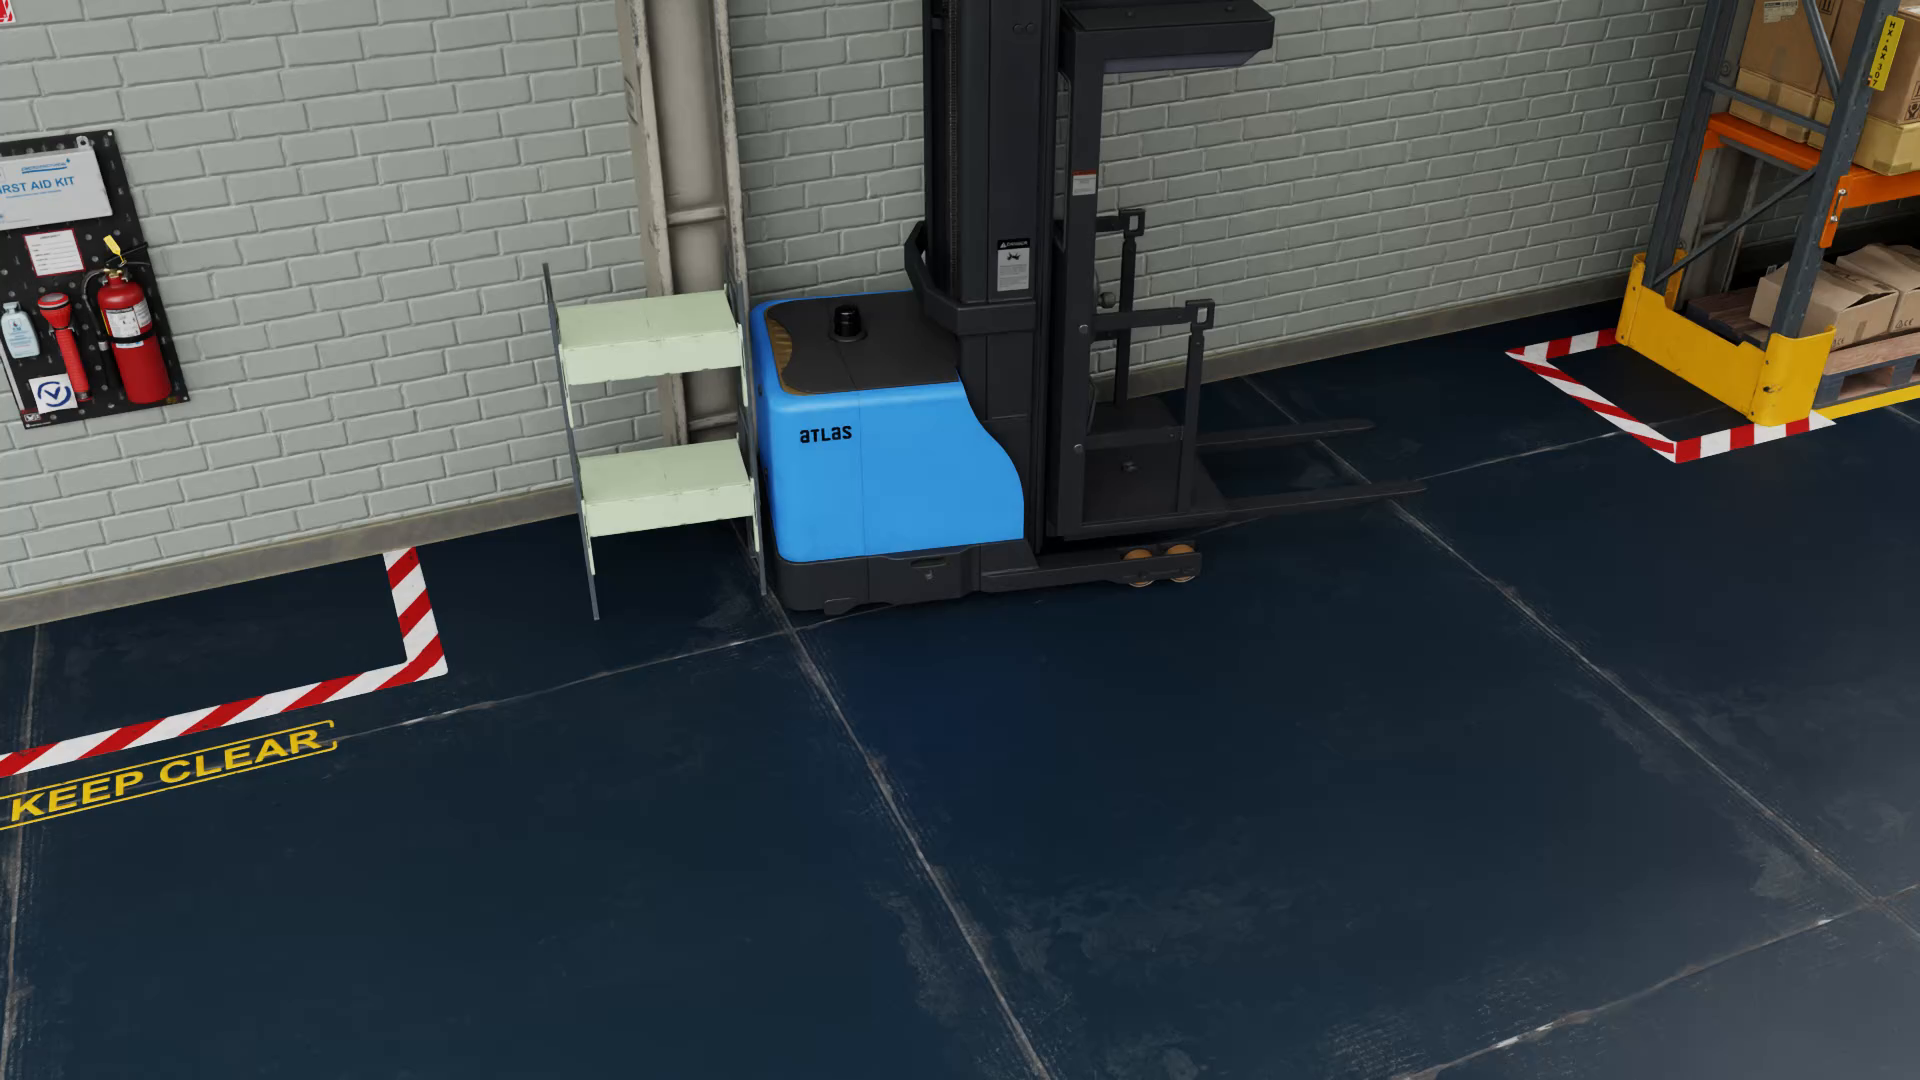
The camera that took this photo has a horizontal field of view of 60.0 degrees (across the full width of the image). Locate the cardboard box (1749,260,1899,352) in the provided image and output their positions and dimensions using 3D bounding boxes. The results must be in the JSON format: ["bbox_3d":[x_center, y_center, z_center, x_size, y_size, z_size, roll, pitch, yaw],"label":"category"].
[{"bbox_3d":[4.716,-1.308,9.072,0.500,0.311,0.500,-17,37,-24],"label":"cardboard box"}]

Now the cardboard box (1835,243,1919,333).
[{"bbox_3d":[5.242,-1.429,9.257,0.500,0.311,0.500,-10,34,-15],"label":"cardboard box"}]

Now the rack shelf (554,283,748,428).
[{"bbox_3d":[-1.272,-0.764,6.834,0.720,0.370,0.431,-8,34,-12],"label":"rack shelf"}]

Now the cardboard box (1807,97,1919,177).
[{"bbox_3d":[4.616,-2.039,8.252,0.500,0.250,0.500,-14,36,-20],"label":"cardboard box"}]

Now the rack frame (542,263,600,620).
[{"bbox_3d":[-1.626,-0.386,6.969,0.023,1.500,0.400,-8,34,-12],"label":"rack frame"}]

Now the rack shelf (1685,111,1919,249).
[{"bbox_3d":[5.887,-2.271,9.149,4.000,0.370,1.077,-13,35,-19],"label":"rack shelf"}]

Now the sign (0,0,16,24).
[{"bbox_3d":[-3.518,-1.983,5.922,0.199,0.298,0.001,-13,35,-19],"label":"sign"}]

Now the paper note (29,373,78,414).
[{"bbox_3d":[-3.662,-0.591,6.716,0.142,0.148,0.016,-13,35,-19],"label":"paper note"}]

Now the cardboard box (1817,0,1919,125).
[{"bbox_3d":[4.600,-2.359,8.057,0.500,0.500,0.500,-13,35,-19],"label":"cardboard box"}]

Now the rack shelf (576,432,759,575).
[{"bbox_3d":[-1.272,-0.164,7.224,0.720,0.370,0.431,-8,34,-12],"label":"rack shelf"}]

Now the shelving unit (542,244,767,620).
[{"bbox_3d":[-1.272,-0.437,7.046,0.755,1.500,0.431,-8,34,-12],"label":"shelving unit"}]

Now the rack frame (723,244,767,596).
[{"bbox_3d":[-0.918,-0.488,7.124,0.023,1.500,0.400,-8,34,-12],"label":"rack frame"}]

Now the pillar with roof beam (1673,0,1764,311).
[{"bbox_3d":[6.020,-3.082,4.236,0.400,9.000,9.100,-13,35,-19],"label":"pillar with roof beam"}]

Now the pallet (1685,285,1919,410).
[{"bbox_3d":[4.876,-1.151,9.325,1.213,0.211,1.003,-13,35,-19],"label":"pallet"}]

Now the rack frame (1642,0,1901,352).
[{"bbox_3d":[4.043,-2.150,8.304,0.127,3.000,1.000,-13,35,-19],"label":"rack frame"}]

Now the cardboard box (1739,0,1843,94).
[{"bbox_3d":[4.396,-2.616,8.452,0.500,0.500,0.500,-13,35,-19],"label":"cardboard box"}]

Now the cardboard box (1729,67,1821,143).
[{"bbox_3d":[4.399,-2.292,8.641,0.500,0.250,0.500,-12,35,-18],"label":"cardboard box"}]

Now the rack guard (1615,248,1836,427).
[{"bbox_3d":[4.113,-1.118,9.010,0.348,0.500,1.175,-13,35,-19],"label":"rack guard"}]

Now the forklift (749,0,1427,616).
[{"bbox_3d":[0.618,-1.296,7.054,3.031,2.935,1.130,-6,34,-9],"label":"forklift"}]

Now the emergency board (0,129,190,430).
[{"bbox_3d":[-3.472,-0.963,6.480,0.643,1.169,0.194,-13,35,-19],"label":"emergency board"}]

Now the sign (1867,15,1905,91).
[{"bbox_3d":[4.253,-2.240,7.648,0.005,0.325,0.100,-13,35,-19],"label":"sign"}]

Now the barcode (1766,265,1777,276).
[{"bbox_3d":[4.578,-1.517,9.385,0.075,0.075,0.001,-13,35,-19],"label":"barcode"}]

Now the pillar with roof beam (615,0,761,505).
[{"bbox_3d":[0.488,-1.816,2.289,0.400,9.000,9.100,-13,35,-19],"label":"pillar with roof beam"}]
